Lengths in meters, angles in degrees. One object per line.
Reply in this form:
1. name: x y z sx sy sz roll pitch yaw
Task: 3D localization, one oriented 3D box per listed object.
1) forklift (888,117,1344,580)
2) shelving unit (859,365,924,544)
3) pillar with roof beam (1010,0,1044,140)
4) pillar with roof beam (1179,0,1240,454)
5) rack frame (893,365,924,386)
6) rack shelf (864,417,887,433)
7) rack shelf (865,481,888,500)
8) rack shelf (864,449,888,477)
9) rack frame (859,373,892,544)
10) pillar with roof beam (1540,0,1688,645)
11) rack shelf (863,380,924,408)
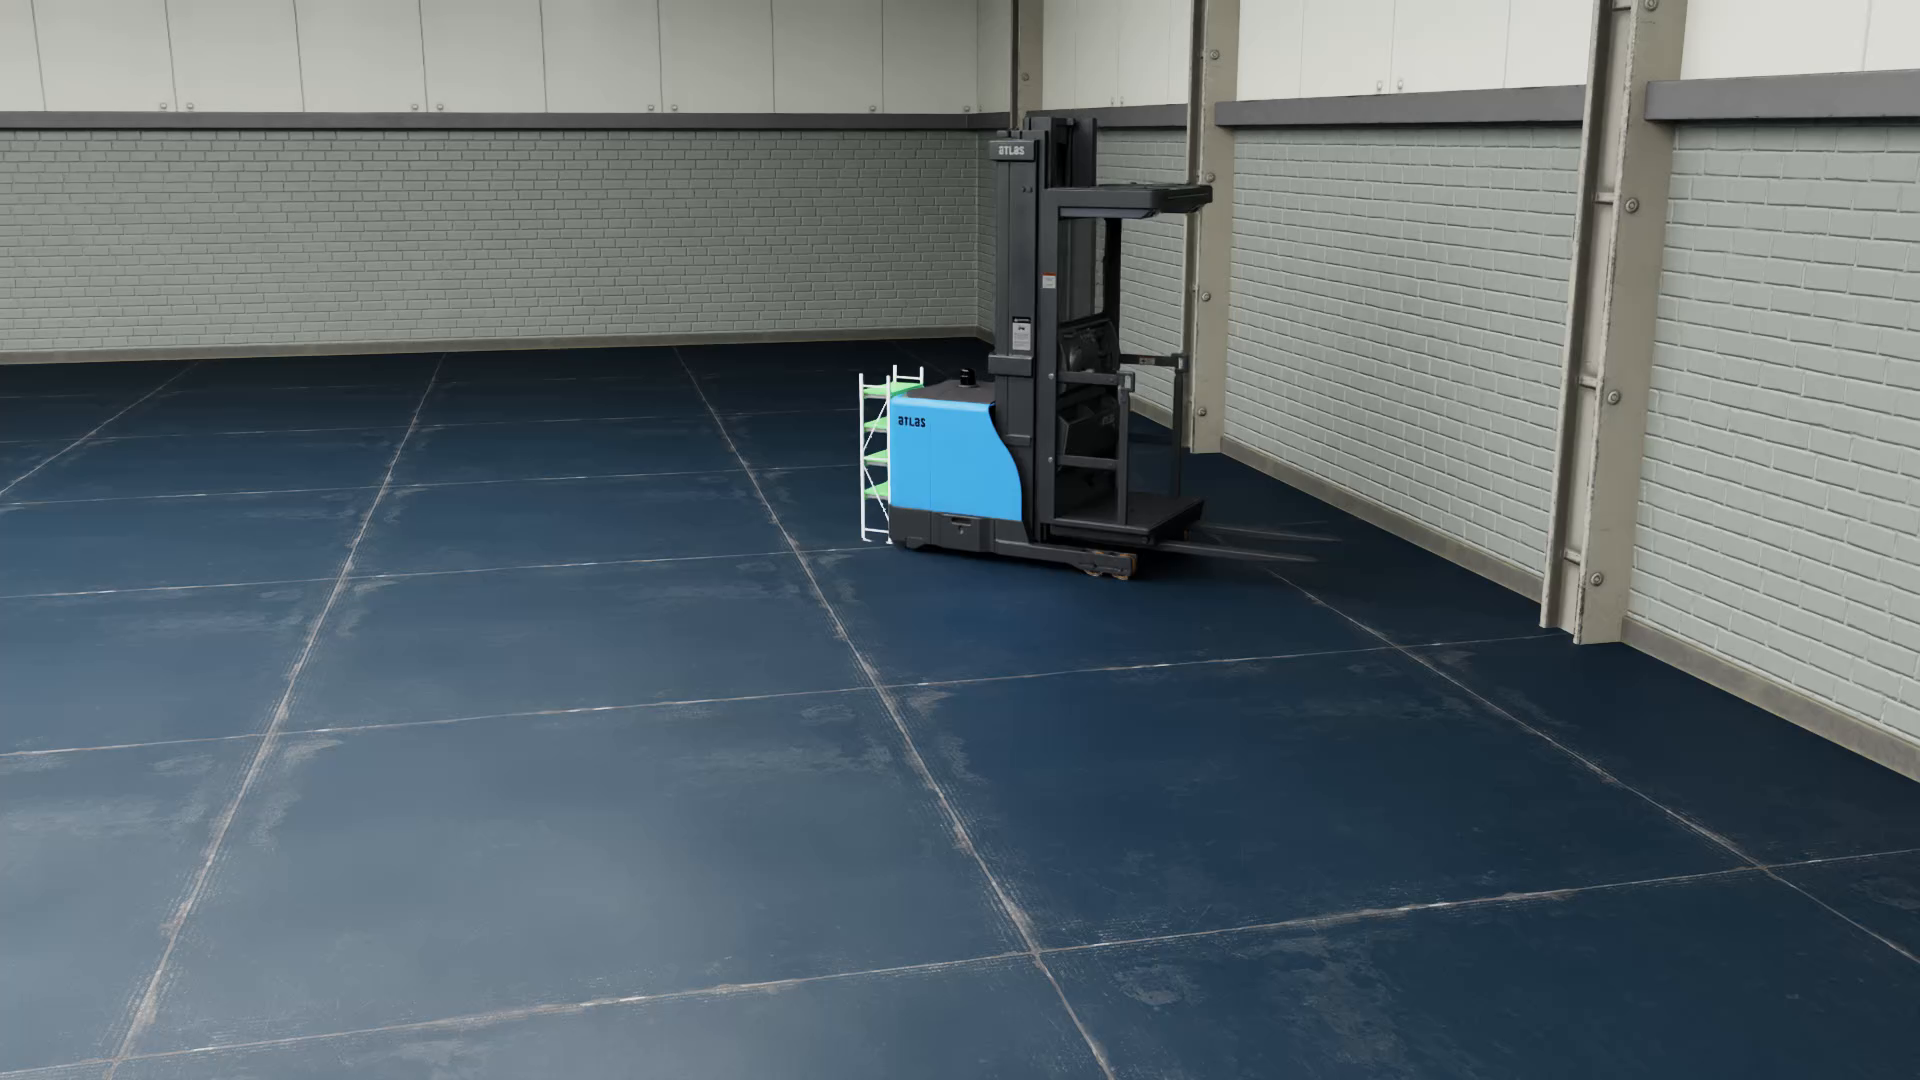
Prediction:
1. forklift: 1.047 -1.308 11.104 3.031 2.935 1.130 7 15 27
2. shelving unit: -0.483 -0.621 11.942 0.258 1.200 0.503 7 15 26
3. pillar with roof beam: -3.374 -6.357 18.987 9.100 9.000 0.400 -3 14 -13
4. pillar with roof beam: -1.965 -4.973 13.322 9.100 9.000 0.400 -3 14 -13
5. rack frame: -0.373 -0.673 12.154 0.240 1.200 0.015 7 15 26
6. rack shelf: -0.483 -0.792 11.901 0.258 0.148 0.480 7 15 26
7. rack shelf: -0.483 -0.326 12.015 0.258 0.148 0.480 7 15 26
8. rack shelf: -0.483 -0.559 11.958 0.258 0.148 0.480 7 15 26
9. rack frame: -0.593 -0.570 11.731 0.240 1.200 0.015 7 15 26
10. pillar with roof beam: -0.556 -3.589 7.656 9.100 9.000 0.400 -3 14 -13
11. rack shelf: -0.483 -1.026 11.844 0.258 0.148 0.480 7 15 26
